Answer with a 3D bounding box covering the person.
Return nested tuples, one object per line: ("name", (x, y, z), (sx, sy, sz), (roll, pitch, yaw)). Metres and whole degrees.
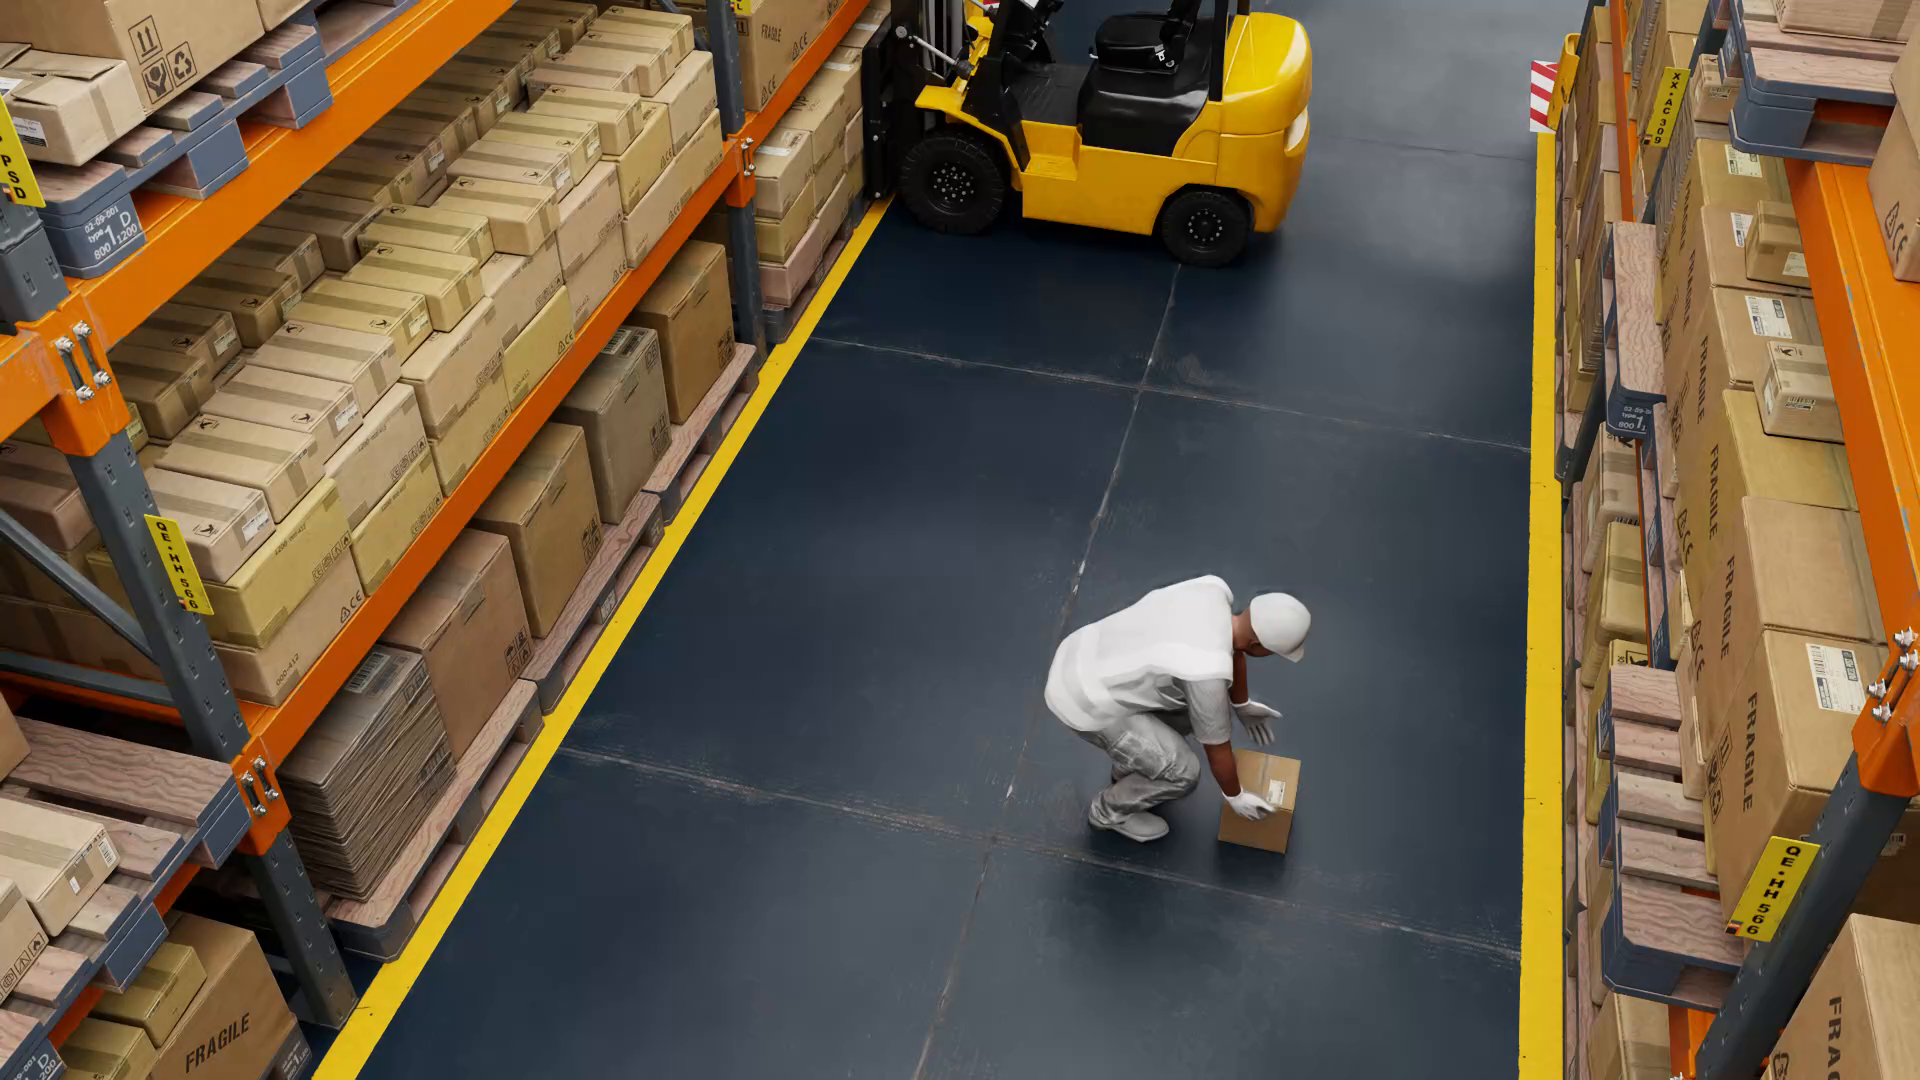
("person", (0.762, 0.569, 6.017), (0.880, 1.087, 0.588), (10, 42, 11))
